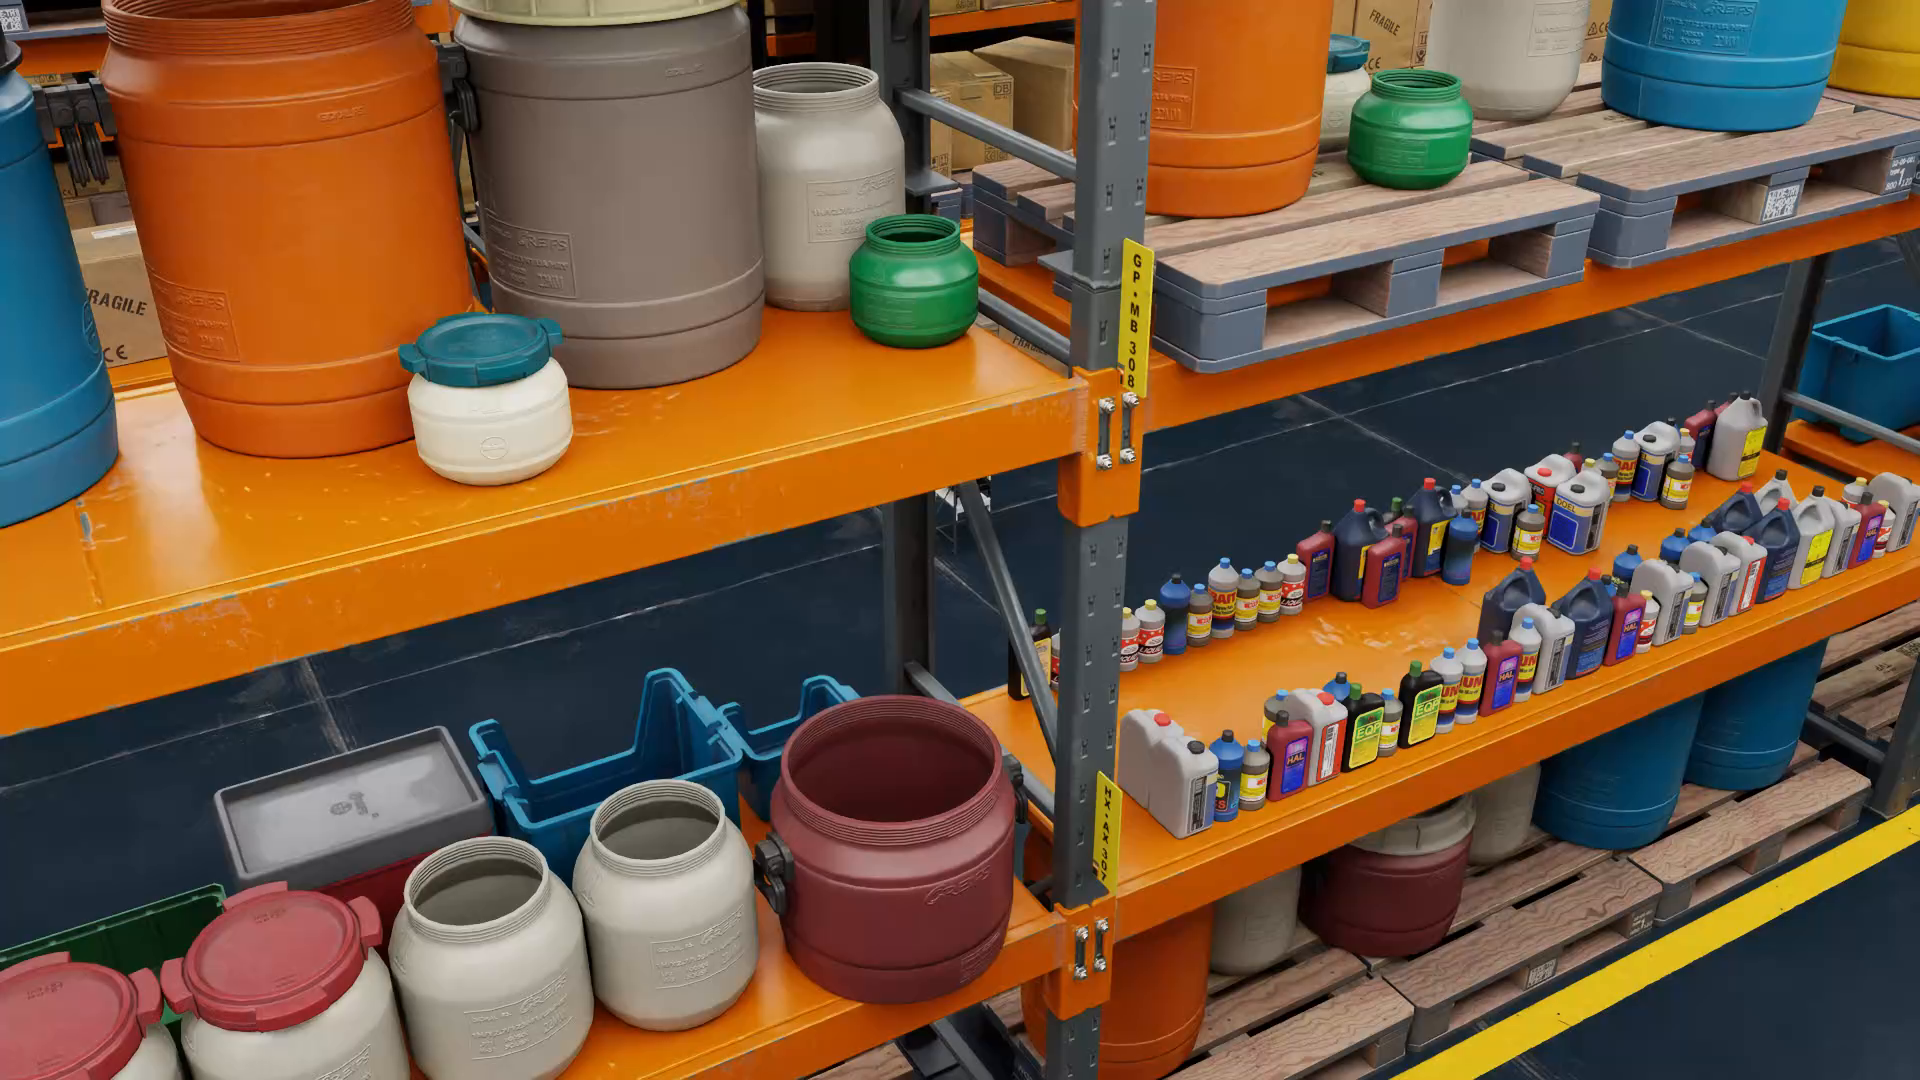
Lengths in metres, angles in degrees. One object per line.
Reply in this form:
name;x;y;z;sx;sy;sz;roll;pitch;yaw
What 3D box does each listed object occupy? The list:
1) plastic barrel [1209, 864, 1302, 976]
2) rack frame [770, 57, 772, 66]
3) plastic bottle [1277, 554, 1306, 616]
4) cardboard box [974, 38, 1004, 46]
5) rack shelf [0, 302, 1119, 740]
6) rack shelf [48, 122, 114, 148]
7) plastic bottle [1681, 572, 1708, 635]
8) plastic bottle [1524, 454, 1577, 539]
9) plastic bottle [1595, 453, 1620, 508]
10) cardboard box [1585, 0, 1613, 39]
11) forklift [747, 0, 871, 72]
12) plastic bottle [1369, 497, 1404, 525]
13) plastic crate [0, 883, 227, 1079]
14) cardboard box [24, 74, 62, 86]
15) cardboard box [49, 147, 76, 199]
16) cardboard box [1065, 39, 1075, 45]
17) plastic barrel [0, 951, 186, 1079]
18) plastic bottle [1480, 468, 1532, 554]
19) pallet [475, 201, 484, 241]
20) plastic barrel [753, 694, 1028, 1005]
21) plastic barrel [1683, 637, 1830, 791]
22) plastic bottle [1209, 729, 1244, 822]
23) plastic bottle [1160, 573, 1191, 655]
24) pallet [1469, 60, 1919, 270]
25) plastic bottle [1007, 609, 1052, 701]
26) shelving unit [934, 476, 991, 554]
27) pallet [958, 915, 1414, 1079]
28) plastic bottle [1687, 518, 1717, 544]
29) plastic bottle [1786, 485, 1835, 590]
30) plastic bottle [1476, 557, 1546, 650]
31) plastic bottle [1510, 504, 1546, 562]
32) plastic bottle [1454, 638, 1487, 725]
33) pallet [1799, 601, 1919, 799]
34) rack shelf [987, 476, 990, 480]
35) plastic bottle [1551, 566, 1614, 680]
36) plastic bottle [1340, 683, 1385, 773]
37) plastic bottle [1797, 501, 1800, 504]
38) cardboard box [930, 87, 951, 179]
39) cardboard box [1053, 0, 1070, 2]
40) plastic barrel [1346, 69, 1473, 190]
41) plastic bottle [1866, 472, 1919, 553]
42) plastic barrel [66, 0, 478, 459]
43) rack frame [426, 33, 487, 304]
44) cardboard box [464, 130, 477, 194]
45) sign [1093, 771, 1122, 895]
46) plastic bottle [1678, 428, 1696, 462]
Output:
plastic barrel;0.937;1.180;5.648;0.421;0.512;0.421;0;29;0
rack frame;-1.488;-4.530;13.853;0.127;3.000;1.000;-16;33;-26
plastic bottle;1.110;0.143;5.592;0.097;0.201;0.097;0;29;0
cardboard box;0.322;-4.472;15.230;0.250;0.149;0.380;-15;32;-26
rack shelf;-1.642;0.068;3.163;4.000;0.370;1.077;-16;33;-26
rack shelf;-6.661;-2.746;11.366;4.000;0.370;1.077;-16;33;-26
plastic bottle;2.403;0.201;5.486;0.097;0.201;0.097;0;29;0
plastic bottle;2.141;-0.167;6.076;0.135;0.276;0.152;-16;33;-26
plastic bottle;2.426;-0.231;6.269;0.097;0.201;0.097;0;29;0
cardboard box;4.229;-3.704;11.219;0.500;0.500;0.500;-16;33;-27
forklift;-1.313;-2.754;10.706;3.031;2.935;1.130;-15;32;-25
plastic bottle;1.475;-0.007;5.778;0.133;0.283;0.061;-16;33;-26
plastic crate;-2.008;1.105;3.863;0.662;0.188;0.450;-16;33;-26
cardboard box;-6.400;-3.353;11.163;0.500;0.500;0.700;-16;33;-26
cardboard box;-6.495;-2.538;11.599;0.500;0.250;0.500;-16;33;-27
cardboard box;1.169;-4.499;15.279;0.250;0.149;0.380;-15;32;-25
plastic barrel;-1.798;1.174;3.378;0.433;0.535;0.433;0;29;0
plastic bottle;1.941;-0.110;5.973;0.135;0.276;0.152;-16;33;-26
pallet;-1.875;-1.599;8.741;1.003;0.211;1.213;-16;33;-26
plastic barrel;-0.164;0.757;4.133;0.708;0.536;0.600;-16;33;-26
plastic barrel;3.053;0.458;6.552;0.708;0.901;0.600;-16;33;-26
plastic bottle;0.733;0.645;4.610;0.097;0.271;0.097;0;29;0
plastic bottle;0.690;0.231;5.359;0.097;0.271;0.097;0;29;0
pallet;1.928;-1.122;4.769;1.213;0.211;1.003;-16;33;-26
plastic bottle;0.215;0.351;5.130;0.133;0.283;0.061;-16;33;-26
shelving unit;0.007;-0.396;8.536;0.210;0.900;0.258;-16;33;-26
pallet;0.741;1.587;5.656;1.213;0.211;1.003;-16;33;-26
plastic bottle;2.526;0.050;5.687;0.097;0.271;0.097;0;29;0
plastic bottle;2.904;-0.020;5.732;0.185;0.351;0.144;-16;33;-26
plastic bottle;1.761;0.220;5.299;0.185;0.351;0.144;-16;33;-26
plastic bottle;2.020;-0.030;5.906;0.097;0.201;0.097;0;29;0
plastic bottle;1.530;0.419;5.020;0.097;0.271;0.097;0;29;0
pallet;4.145;0.622;7.404;1.213;0.211;1.003;-16;33;-26
rack shelf;0.007;-0.367;8.552;0.200;0.077;0.258;-16;33;-26
plastic bottle;1.955;0.250;5.243;0.185;0.351;0.144;-16;33;-26
plastic bottle;1.157;0.529;4.807;0.133;0.283;0.061;-16;33;-26
plastic bottle;2.961;-0.042;5.928;0.097;0.201;0.097;0;29;0
cardboard box;-0.467;-2.236;9.160;0.700;0.500;0.500;26;38;38
cardboard box;0.904;-5.328;14.990;0.700;0.700;0.980;-16;33;-27
plastic barrel;1.112;-1.016;4.108;0.294;0.245;0.294;0;29;0
plastic bottle;3.355;-0.117;5.986;0.135;0.276;0.152;-16;33;-26
plastic barrel;-1.300;-0.654;3.282;0.708;0.830;0.600;-16;33;-26
rack frame;-2.424;-1.488;8.341;0.127;3.000;1.000;-16;33;-26
cardboard box;-3.478;-3.130;13.108;0.750;0.750;0.750;-16;33;-27
sign;0.367;0.733;4.149;0.005;0.325;0.100;-16;33;-26
plastic bottle;2.793;-0.335;6.458;0.097;0.201;0.097;0;29;0
